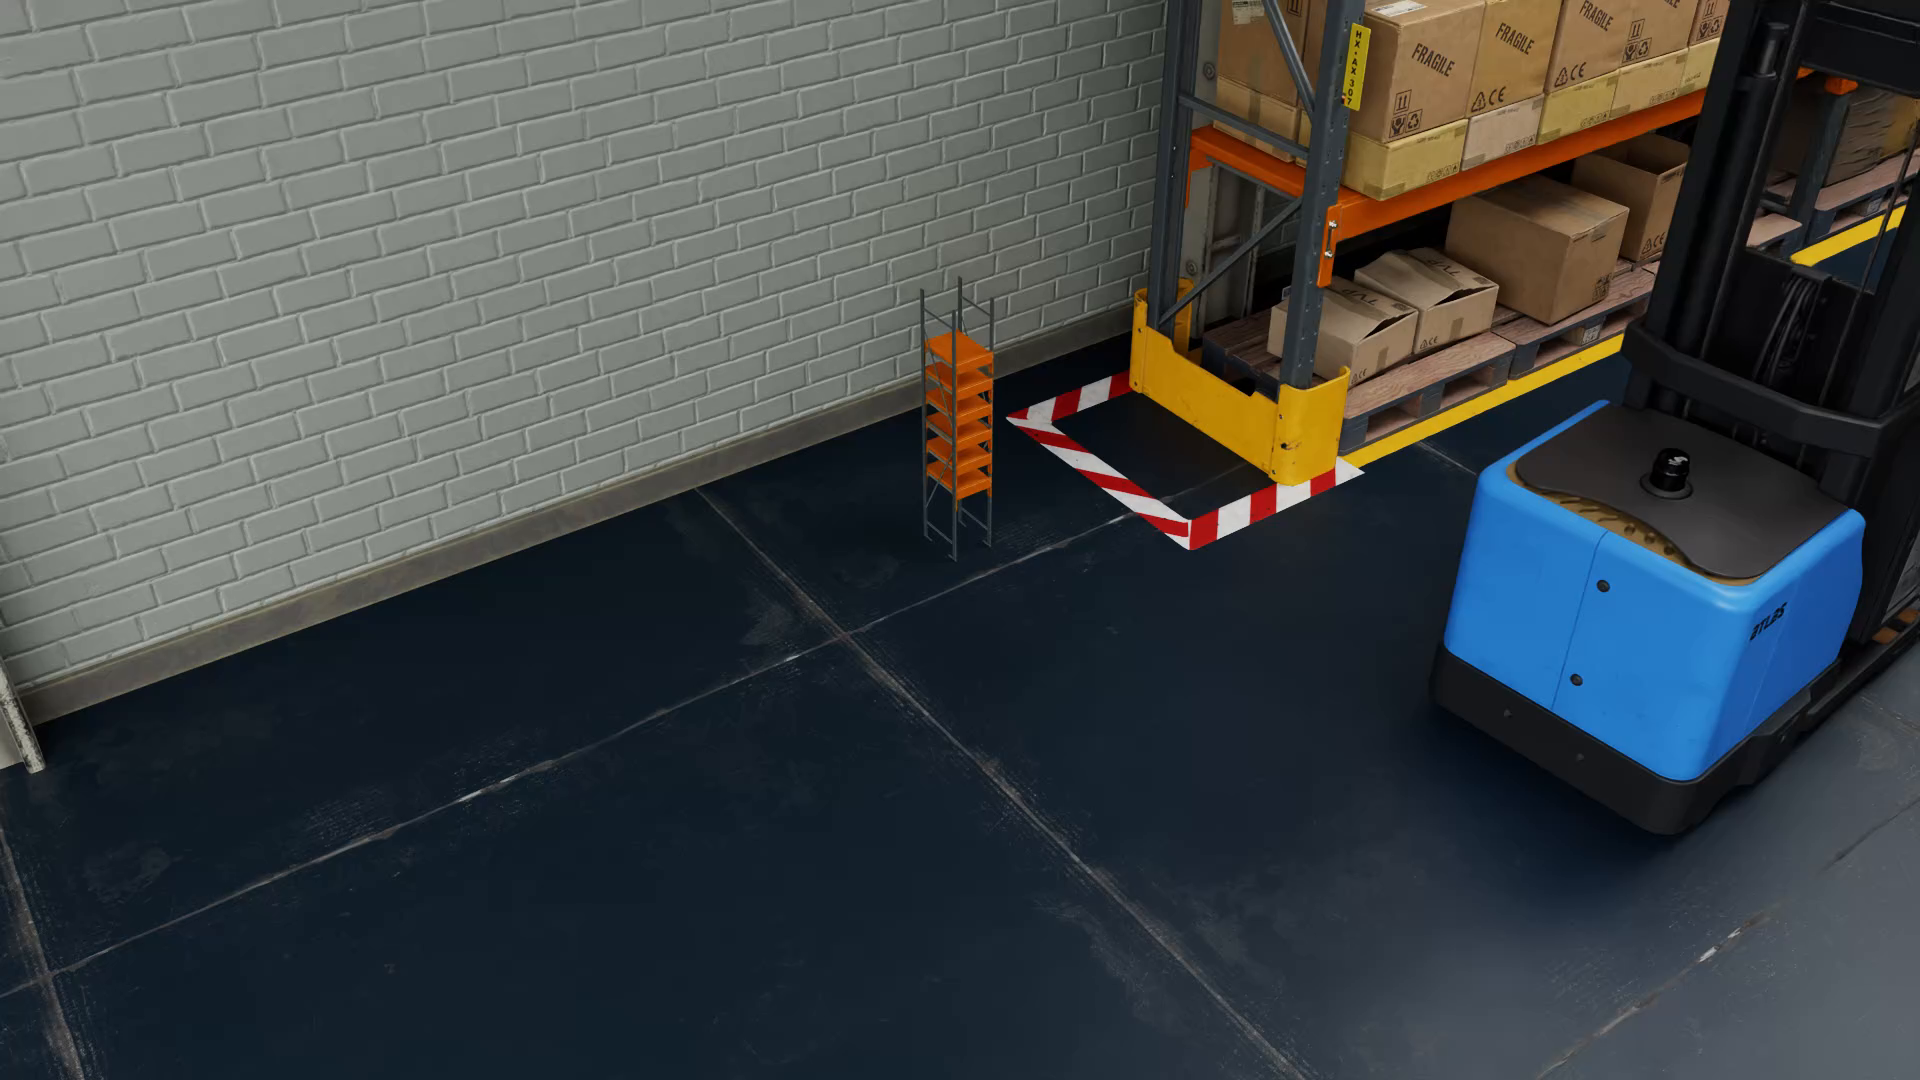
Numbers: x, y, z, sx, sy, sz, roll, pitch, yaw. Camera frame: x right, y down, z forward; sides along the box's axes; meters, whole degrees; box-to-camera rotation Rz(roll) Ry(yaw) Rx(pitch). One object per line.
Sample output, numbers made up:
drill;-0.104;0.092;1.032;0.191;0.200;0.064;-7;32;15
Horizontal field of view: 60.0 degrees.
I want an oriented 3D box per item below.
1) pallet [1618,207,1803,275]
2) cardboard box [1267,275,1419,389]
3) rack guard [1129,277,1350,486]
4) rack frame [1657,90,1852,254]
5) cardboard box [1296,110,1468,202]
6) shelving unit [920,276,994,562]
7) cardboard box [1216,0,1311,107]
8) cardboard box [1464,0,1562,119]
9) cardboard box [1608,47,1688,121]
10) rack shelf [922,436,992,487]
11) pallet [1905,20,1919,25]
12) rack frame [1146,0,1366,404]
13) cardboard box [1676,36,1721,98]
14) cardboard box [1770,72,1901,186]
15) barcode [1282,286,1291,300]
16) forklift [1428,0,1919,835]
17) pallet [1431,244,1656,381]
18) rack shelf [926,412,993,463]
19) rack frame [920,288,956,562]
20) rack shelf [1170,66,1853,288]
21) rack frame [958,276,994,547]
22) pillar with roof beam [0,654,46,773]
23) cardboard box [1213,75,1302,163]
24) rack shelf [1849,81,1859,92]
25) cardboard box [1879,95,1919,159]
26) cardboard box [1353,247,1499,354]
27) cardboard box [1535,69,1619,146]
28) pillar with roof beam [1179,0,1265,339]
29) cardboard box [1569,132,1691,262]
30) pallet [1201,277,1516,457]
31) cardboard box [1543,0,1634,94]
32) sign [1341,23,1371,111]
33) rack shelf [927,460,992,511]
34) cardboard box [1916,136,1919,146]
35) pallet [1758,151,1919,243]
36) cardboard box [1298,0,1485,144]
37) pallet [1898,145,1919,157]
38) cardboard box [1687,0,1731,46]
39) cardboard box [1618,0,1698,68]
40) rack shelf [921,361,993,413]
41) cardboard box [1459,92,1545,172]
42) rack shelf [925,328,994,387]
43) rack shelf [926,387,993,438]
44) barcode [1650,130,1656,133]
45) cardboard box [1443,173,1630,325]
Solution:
pallet;3.976;-1.731;9.476;1.213;0.211;1.003;-22;41;-28
cardboard box;1.852;-1.037;8.049;0.500;0.311;0.500;-28;44;-33
rack guard;1.297;-0.771;7.894;0.348;0.500;1.175;-22;41;-28
rack frame;4.504;-3.106;8.999;0.127;3.000;1.000;-22;41;-28
cardboard box;1.817;-1.720;7.184;0.500;0.250;0.500;-24;42;-29
shelving unit;-0.012;-0.482;6.893;0.189;1.200;0.258;-22;41;-28
cardboard box;1.498;-2.272;7.309;0.500;0.500;0.500;-23;42;-28
cardboard box;2.208;-2.190;7.196;0.500;0.500;0.500;-22;41;-28
cardboard box;3.067;-2.239;7.905;0.500;0.250;0.500;-22;41;-27
rack shelf;-0.012;-0.349;6.989;0.180;0.103;0.258;-22;41;-28
pallet;5.213;-3.215;9.316;1.213;0.211;1.003;-22;41;-28
rack frame;1.235;-1.760;7.128;0.127;3.000;1.000;-22;41;-28
cardboard box;3.478;-2.409;8.141;0.500;0.250;0.500;-23;41;-28
cardboard box;5.097;-2.525;9.956;0.500;0.500;0.700;-21;41;-26
barcode;1.637;-1.238;8.320;0.075;0.075;0.001;-22;41;-28
forklift;3.232;-0.898;5.988;3.031;2.935;1.130;-26;43;-32
pallet;2.978;-1.318;8.902;1.213;0.211;1.003;-22;41;-28
rack shelf;-0.012;-0.446;6.919;0.180;0.103;0.258;-22;41;-28
rack frame;-0.087;-0.451;6.850;0.006;1.200;0.240;-22;41;-28
rack shelf;2.870;-2.141;8.274;4.000;0.370;1.077;-22;41;-28
rack frame;0.063;-0.513;6.936;0.006;1.200;0.240;-22;41;-28
pillar with roof beam;-1.116;-0.771;0.615;0.400;9.000;9.100;-22;41;-28
cardboard box;1.505;-1.957;7.513;0.500;0.250;0.500;-22;41;-27
rack shelf;6.139;-3.486;10.144;4.000;0.370;1.077;-22;41;-28
cardboard box;5.490;-2.723;10.231;0.500;0.500;0.700;-23;42;-29
cardboard box;2.318;-1.229;8.315;0.500;0.311;0.500;-19;40;-24
cardboard box;2.653;-2.070;7.670;0.500;0.250;0.500;-23;42;-29
pillar with roof beam;3.789;-2.789;3.421;0.400;9.000;9.100;-22;41;-28
cardboard box;3.679;-1.901;9.088;0.500;0.500;0.500;-26;43;-31
pallet;1.981;-0.910;8.334;1.213;0.211;1.003;-22;41;-28
cardboard box;2.634;-2.361;7.433;0.500;0.500;0.500;-24;42;-29
sign;1.548;-1.853;6.516;0.005;0.325;0.100;-22;41;-28
rack shelf;-0.012;-0.251;7.059;0.180;0.103;0.258;-22;41;-28
cardboard box;5.930;-2.875;10.442;0.500;0.500;0.700;-22;41;-27
pallet;5.140;-2.236;10.178;1.213;0.211;1.003;-22;41;-28
cardboard box;1.798;-2.029;6.971;0.500;0.500;0.500;-22;41;-28
pallet;6.138;-2.649;10.752;1.213;0.211;1.003;-22;41;-28
cardboard box;3.474;-2.716;7.926;0.500;0.500;0.500;-24;42;-29
cardboard box;3.049;-2.540;7.682;0.500;0.500;0.500;-21;41;-27
rack shelf;-0.012;-0.641;6.779;0.180;0.103;0.258;-22;41;-28
cardboard box;2.233;-1.901;7.436;0.500;0.250;0.500;-24;42;-29
rack shelf;-0.012;-0.738;6.709;0.180;0.103;0.258;-22;41;-28
rack shelf;-0.012;-0.544;6.849;0.180;0.103;0.258;-22;41;-28
barcode;3.925;-2.332;9.414;0.075;0.075;0.001;-22;41;-28
cardboard box;2.947;-1.528;8.570;0.500;0.500;0.700;-25;43;-31
